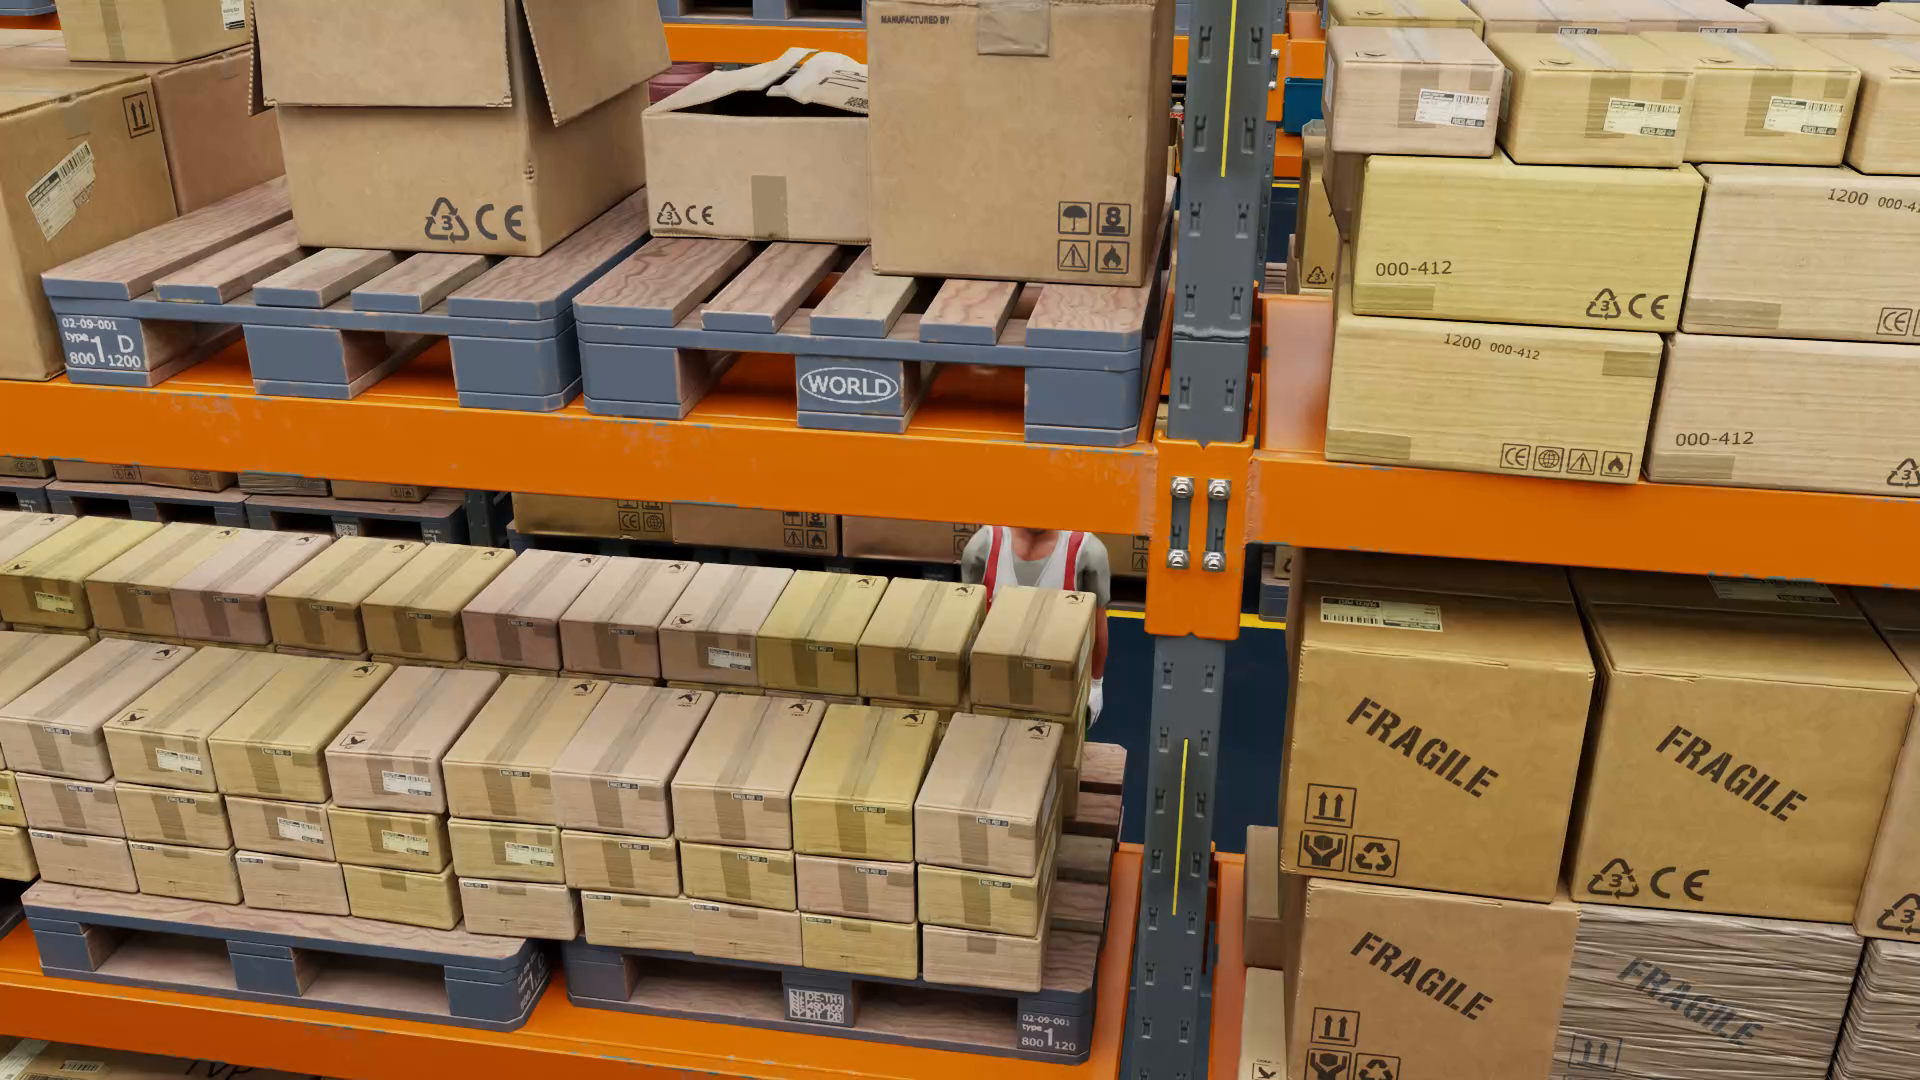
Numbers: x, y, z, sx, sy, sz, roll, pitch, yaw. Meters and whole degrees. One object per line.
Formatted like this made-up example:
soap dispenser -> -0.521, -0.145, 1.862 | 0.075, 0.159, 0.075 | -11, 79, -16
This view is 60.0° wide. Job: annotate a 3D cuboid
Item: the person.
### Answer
person -> 0.252, 0.529, 5.919 | 0.526, 1.793, 0.376 | 5, 25, 10
